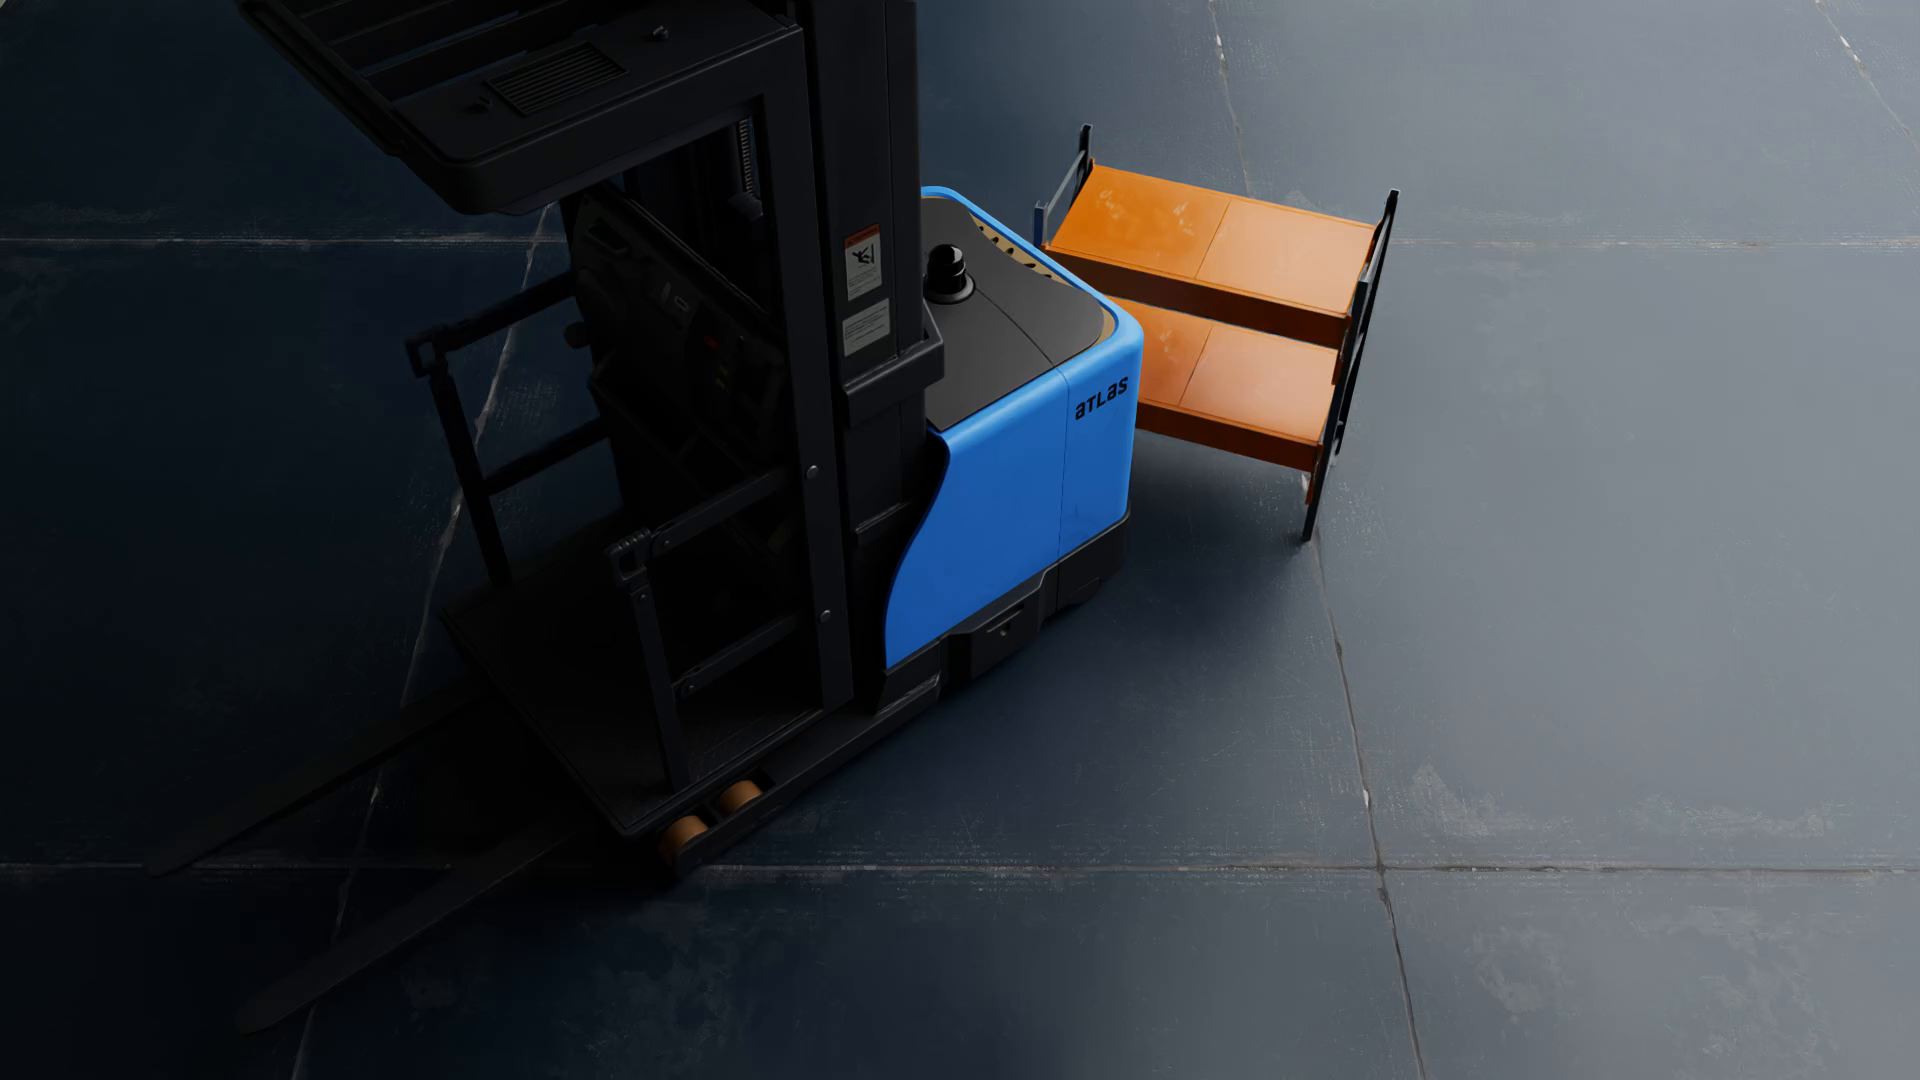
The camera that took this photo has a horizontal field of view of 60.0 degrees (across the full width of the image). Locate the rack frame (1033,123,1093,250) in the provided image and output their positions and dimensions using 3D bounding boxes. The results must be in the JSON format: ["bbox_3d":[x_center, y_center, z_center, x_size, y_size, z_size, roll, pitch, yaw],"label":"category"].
[{"bbox_3d":[0.335,-0.819,5.744,0.032,1.125,0.500,16,49,14],"label":"rack frame"}]

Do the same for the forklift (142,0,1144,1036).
[{"bbox_3d":[-0.895,-0.473,4.188,3.031,2.935,1.130,-32,55,-26],"label":"forklift"}]

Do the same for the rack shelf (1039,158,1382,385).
[{"bbox_3d":[0.810,-0.885,5.406,1.000,0.278,0.538,16,49,14],"label":"rack shelf"}]

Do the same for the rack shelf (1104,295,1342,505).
[{"bbox_3d":[0.810,-0.519,5.799,1.000,0.278,0.538,16,49,14],"label":"rack shelf"}]

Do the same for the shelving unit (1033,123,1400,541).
[{"bbox_3d":[0.810,-0.686,5.620,1.048,1.125,0.538,16,49,14],"label":"shelving unit"}]

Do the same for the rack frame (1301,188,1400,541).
[{"bbox_3d":[1.285,-0.553,5.496,0.032,1.125,0.500,16,49,14],"label":"rack frame"}]
